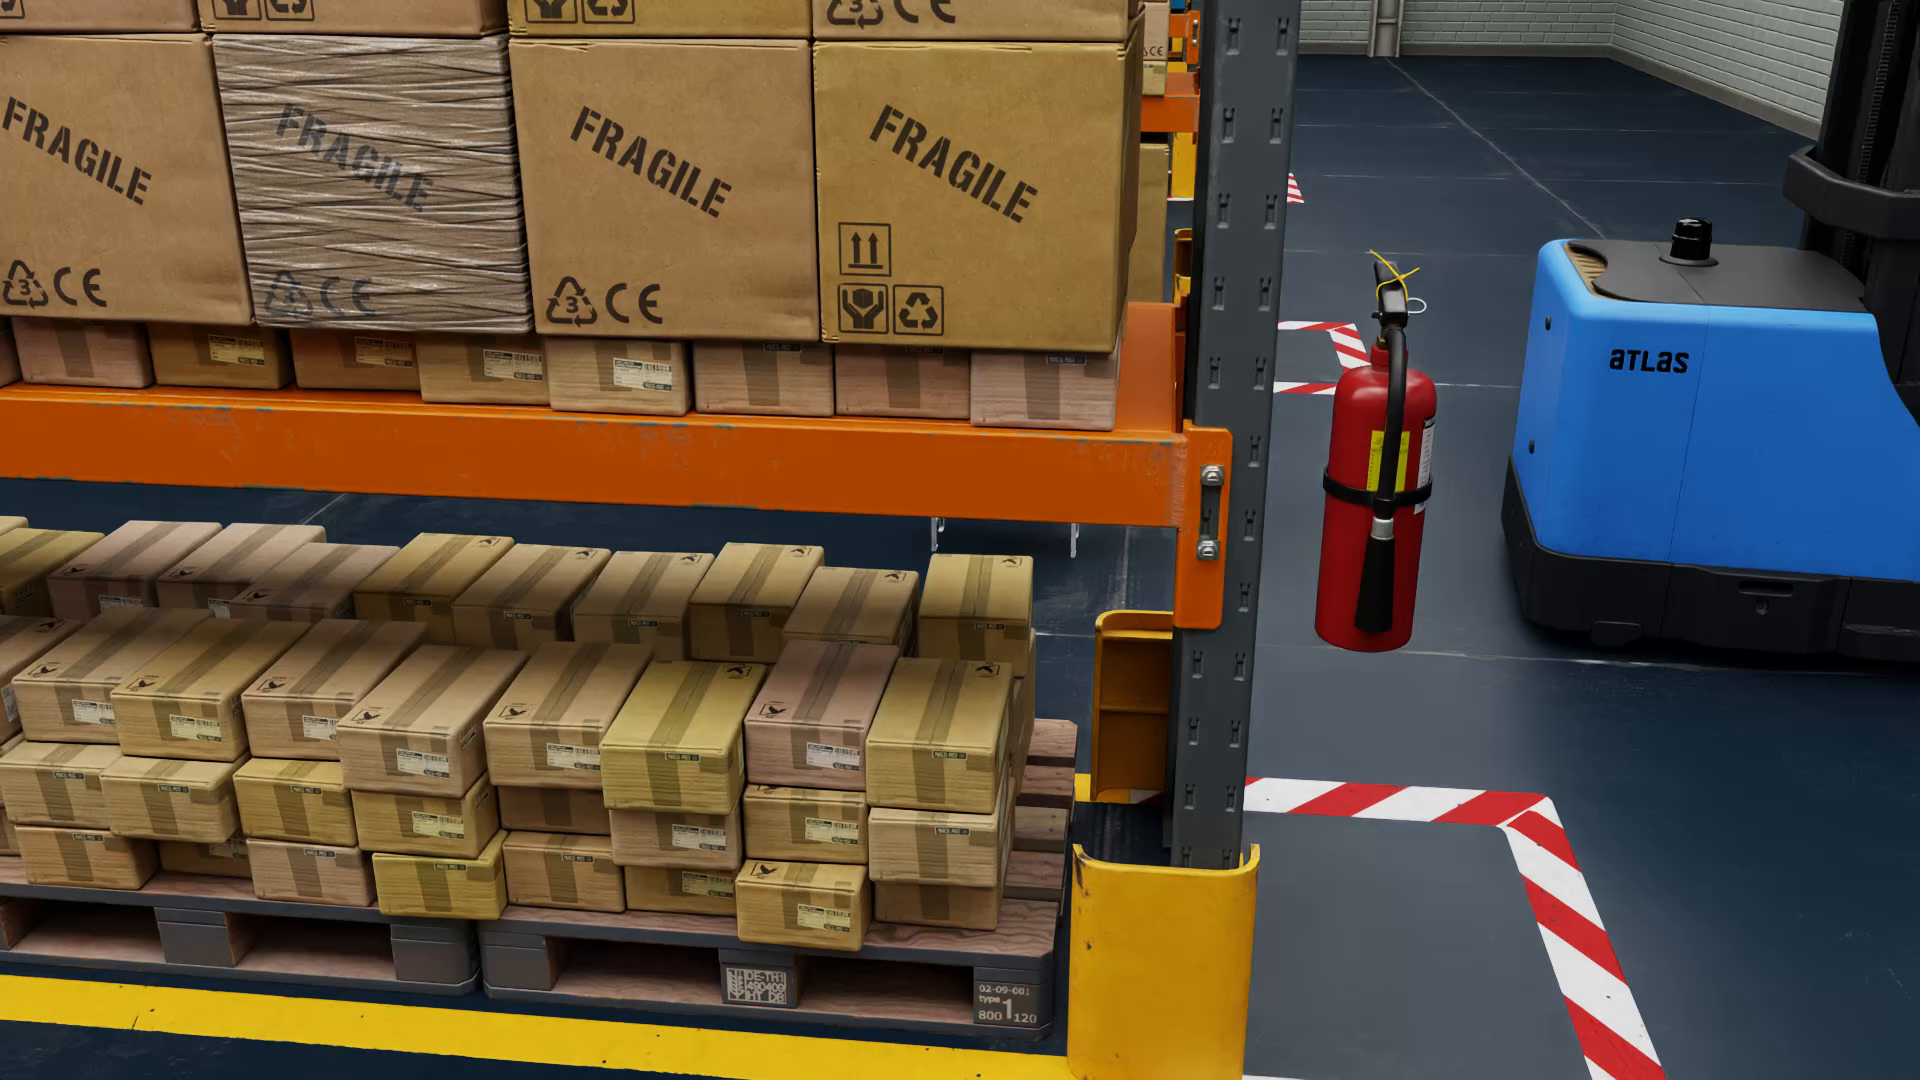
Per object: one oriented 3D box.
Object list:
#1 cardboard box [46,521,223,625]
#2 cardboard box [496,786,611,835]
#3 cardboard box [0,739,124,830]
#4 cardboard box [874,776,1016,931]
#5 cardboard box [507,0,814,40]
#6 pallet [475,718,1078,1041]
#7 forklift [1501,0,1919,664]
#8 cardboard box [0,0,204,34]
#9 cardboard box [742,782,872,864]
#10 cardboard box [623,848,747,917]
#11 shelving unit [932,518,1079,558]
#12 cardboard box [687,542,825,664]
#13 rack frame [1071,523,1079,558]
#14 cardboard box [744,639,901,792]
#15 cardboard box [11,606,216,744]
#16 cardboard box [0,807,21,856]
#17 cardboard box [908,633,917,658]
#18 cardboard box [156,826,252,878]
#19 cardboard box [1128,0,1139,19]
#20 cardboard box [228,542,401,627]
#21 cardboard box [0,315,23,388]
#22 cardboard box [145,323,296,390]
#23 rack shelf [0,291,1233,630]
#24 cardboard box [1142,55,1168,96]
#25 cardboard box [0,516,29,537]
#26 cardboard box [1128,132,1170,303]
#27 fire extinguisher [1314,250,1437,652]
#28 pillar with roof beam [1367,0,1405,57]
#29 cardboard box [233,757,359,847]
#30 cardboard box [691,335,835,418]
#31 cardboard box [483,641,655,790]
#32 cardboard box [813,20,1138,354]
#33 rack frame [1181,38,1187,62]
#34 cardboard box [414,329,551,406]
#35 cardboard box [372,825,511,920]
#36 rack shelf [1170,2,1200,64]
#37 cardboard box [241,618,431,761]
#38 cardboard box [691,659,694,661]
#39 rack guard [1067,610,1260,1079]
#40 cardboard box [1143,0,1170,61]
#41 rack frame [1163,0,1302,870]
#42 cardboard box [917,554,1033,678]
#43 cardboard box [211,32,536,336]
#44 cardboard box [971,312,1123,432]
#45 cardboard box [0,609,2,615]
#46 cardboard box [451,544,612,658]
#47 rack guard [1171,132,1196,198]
[{"bbox_3d":[-2.032,0.089,4.132,0.250,0.149,0.380,1,22,4],"label":"cardboard box"},{"bbox_3d":[-0.807,0.468,3.578,0.250,0.149,0.380,2,22,6],"label":"cardboard box"},{"bbox_3d":[-1.839,0.460,3.598,0.250,0.149,0.380,2,22,6],"label":"cardboard box"},{"bbox_3d":[-0.026,0.650,3.523,0.250,0.149,0.380,3,22,7],"label":"cardboard box"},{"bbox_3d":[-0.466,-1.135,2.830,0.500,0.500,0.500,2,22,4],"label":"cardboard box"},{"bbox_3d":[-0.357,0.711,3.854,1.213,0.211,1.003,2,22,6],"label":"pallet"},{"bbox_3d":[3.322,-1.102,4.741,3.031,2.935,1.130,4,22,11],"label":"forklift"},{"bbox_3d":[-1.509,-1.176,2.934,0.500,0.500,0.500,2,22,4],"label":"cardboard box"},{"bbox_3d":[-0.290,0.508,3.476,0.250,0.149,0.380,2,22,5],"label":"cardboard box"},{"bbox_3d":[-0.545,0.632,3.567,0.250,0.149,0.380,2,22,6],"label":"cardboard box"},{"bbox_3d":[0.164,-0.551,5.701,0.503,1.200,0.258,2,22,6],"label":"shelving unit"},{"bbox_3d":[-0.482,0.147,3.985,0.250,0.149,0.380,2,22,6],"label":"cardboard box"},{"bbox_3d":[0.407,-0.540,5.674,0.015,1.200,0.240,2,22,6],"label":"rack frame"},{"bbox_3d":[-0.277,0.357,3.454,0.250,0.149,0.380,3,22,7],"label":"cardboard box"},{"bbox_3d":[-1.825,0.289,3.626,0.250,0.149,0.380,2,22,4],"label":"cardboard box"},{"bbox_3d":[-2.081,0.551,3.773,0.250,0.149,0.380,2,22,4],"label":"cardboard box"},{"bbox_3d":[-0.234,0.309,3.980,0.250,0.149,0.380,2,22,6],"label":"cardboard box"},{"bbox_3d":[-1.564,0.581,3.697,0.250,0.149,0.380,3,22,8],"label":"cardboard box"},{"bbox_3d":[0.107,-1.300,3.249,0.500,0.500,0.500,2,22,6],"label":"cardboard box"},{"bbox_3d":[-1.529,0.147,3.985,0.250,0.149,0.380,3,22,6],"label":"cardboard box"},{"bbox_3d":[-1.895,-0.420,3.263,0.250,0.149,0.380,3,22,9],"label":"cardboard box"},{"bbox_3d":[-1.370,-0.422,3.269,0.250,0.149,0.380,3,22,7],"label":"cardboard box"},{"bbox_3d":[-1.465,-0.286,3.563,4.000,0.370,1.077,2,22,6],"label":"rack shelf"},{"bbox_3d":[0.813,-2.119,7.562,0.250,0.149,0.380,3,22,7],"label":"cardboard box"},{"bbox_3d":[-2.560,0.072,4.176,0.250,0.149,0.380,2,22,6],"label":"cardboard box"},{"bbox_3d":[0.560,-1.547,8.091,0.875,0.875,0.875,2,22,6],"label":"cardboard box"},{"bbox_3d":[0.717,-0.146,2.841,0.183,0.674,0.296,2,22,6],"label":"fire extinguisher"},{"bbox_3d":[5.231,-9.183,16.929,0.400,9.000,9.100,2,22,6],"label":"pillar with roof beam"},{"bbox_3d":[-1.321,0.482,3.543,0.250,0.149,0.380,4,22,9],"label":"cardboard box"},{"bbox_3d":[-0.329,-0.358,3.108,0.250,0.149,0.380,2,22,6],"label":"cardboard box"},{"bbox_3d":[-0.799,0.358,3.451,0.250,0.149,0.380,2,22,4],"label":"cardboard box"},{"bbox_3d":[0.045,-0.645,2.950,0.500,0.500,0.500,3,22,7],"label":"cardboard box"},{"bbox_3d":[2.375,-5.958,16.929,0.127,3.000,1.000,2,22,6],"label":"rack frame"},{"bbox_3d":[-0.843,-0.383,3.170,0.250,0.149,0.380,2,22,4],"label":"cardboard box"},{"bbox_3d":[-1.053,0.638,3.552,0.250,0.149,0.380,2,22,4],"label":"cardboard box"},{"bbox_3d":[-0.198,-3.901,12.706,4.000,0.370,1.077,2,22,6],"label":"rack shelf"},{"bbox_3d":[-1.321,0.315,3.561,0.250,0.149,0.380,2,22,4],"label":"cardboard box"},{"bbox_3d":[-0.729,0.280,4.054,0.250,0.149,0.380,3,22,8],"label":"cardboard box"},{"bbox_3d":[0.446,0.625,3.679,0.348,0.500,1.175,2,22,6],"label":"rack guard"},{"bbox_3d":[0.693,-2.334,7.562,0.500,0.250,0.500,2,22,5],"label":"cardboard box"},{"bbox_3d":[0.521,-0.534,3.212,0.127,3.000,1.000,2,22,6],"label":"rack frame"},{"bbox_3d":[0.041,0.173,3.920,0.250,0.149,0.380,2,22,4],"label":"cardboard box"},{"bbox_3d":[-0.971,-0.687,3.058,0.500,0.500,0.500,3,22,6],"label":"cardboard box"},{"bbox_3d":[0.164,-0.328,3.032,0.250,0.149,0.380,3,22,6],"label":"cardboard box"},{"bbox_3d":[-2.348,0.266,3.683,0.250,0.149,0.380,2,22,5],"label":"cardboard box"},{"bbox_3d":[-1.012,0.151,3.975,0.250,0.149,0.380,3,22,8],"label":"cardboard box"},{"bbox_3d":[1.814,-2.990,12.824,0.348,0.500,1.175,2,22,6],"label":"rack guard"}]
